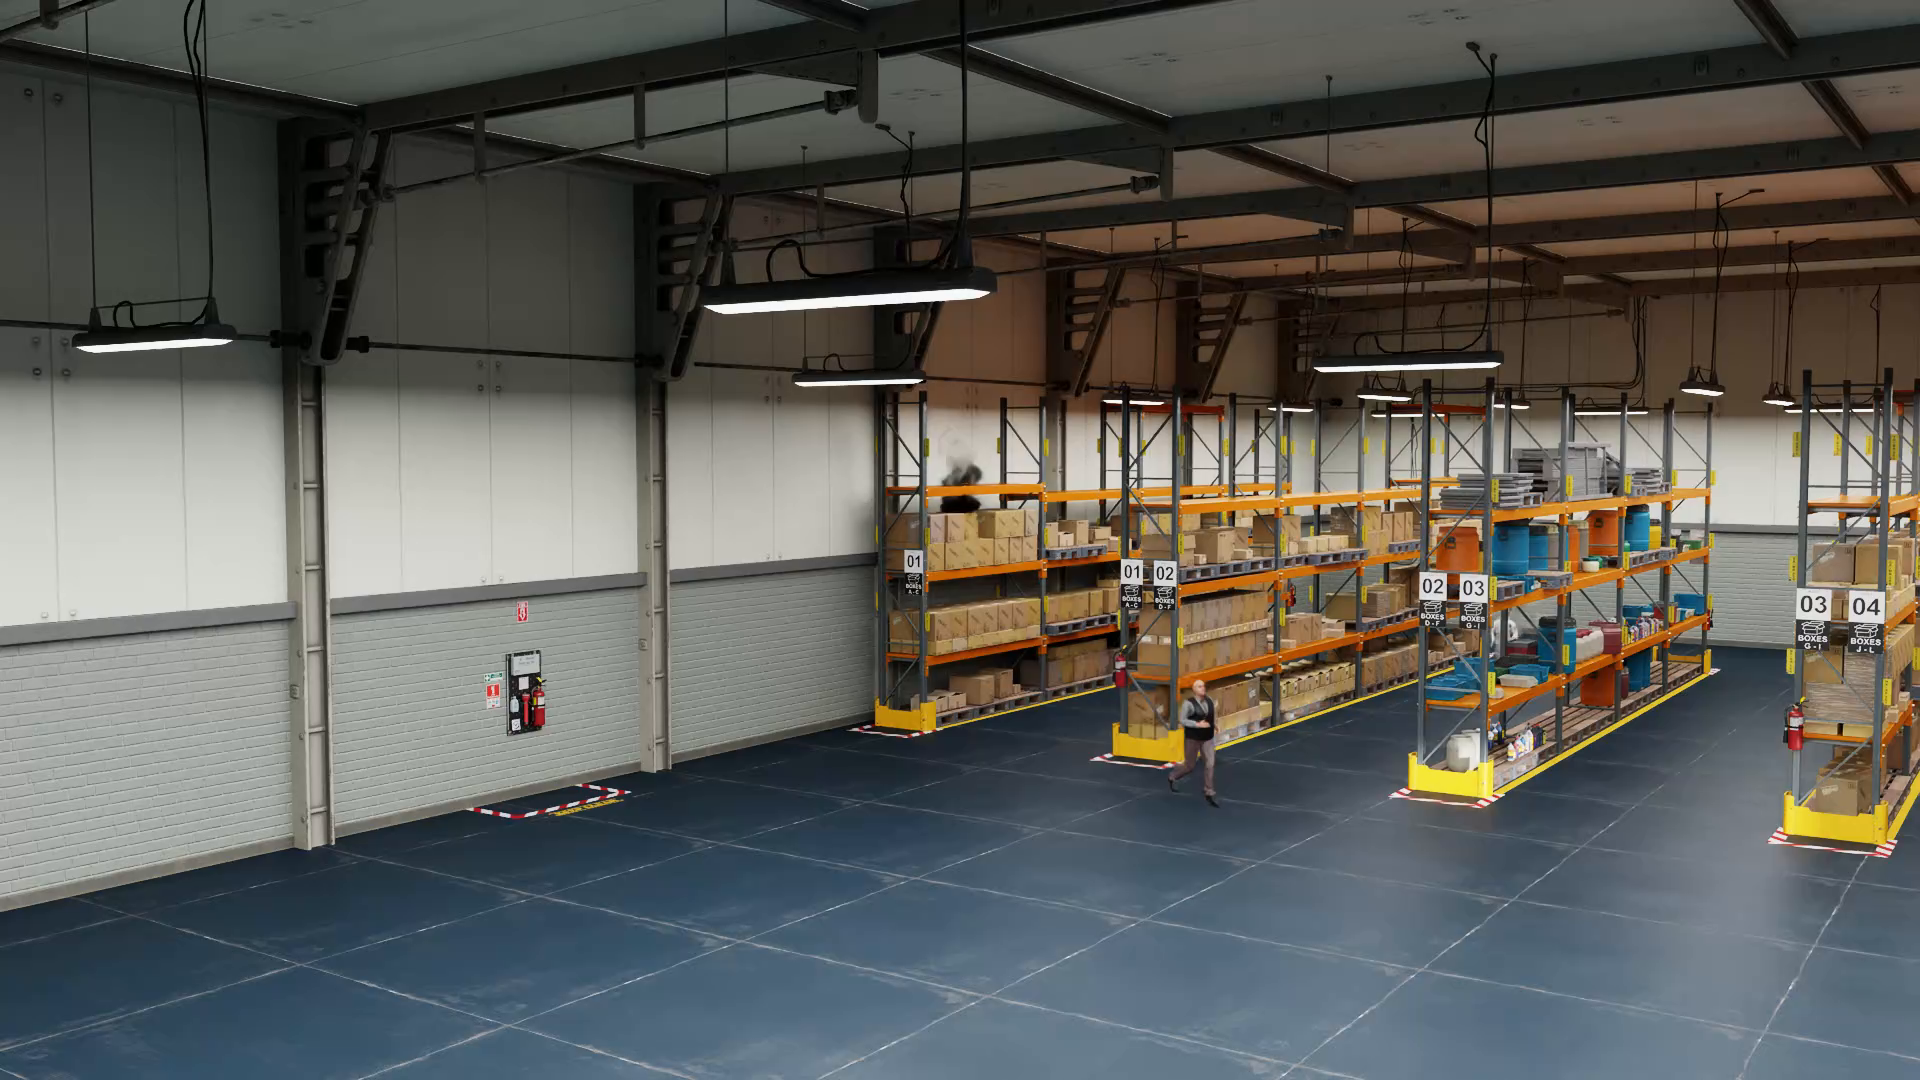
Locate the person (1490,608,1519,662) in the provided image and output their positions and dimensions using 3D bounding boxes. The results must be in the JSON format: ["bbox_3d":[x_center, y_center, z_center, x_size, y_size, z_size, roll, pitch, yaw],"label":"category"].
[{"bbox_3d":[11.454,2.230,35.066,0.605,1.659,0.536,1,3,21],"label":"person"}]

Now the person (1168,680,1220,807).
[{"bbox_3d":[3.354,2.835,23.518,0.667,1.739,0.967,-1,3,-25],"label":"person"}]
